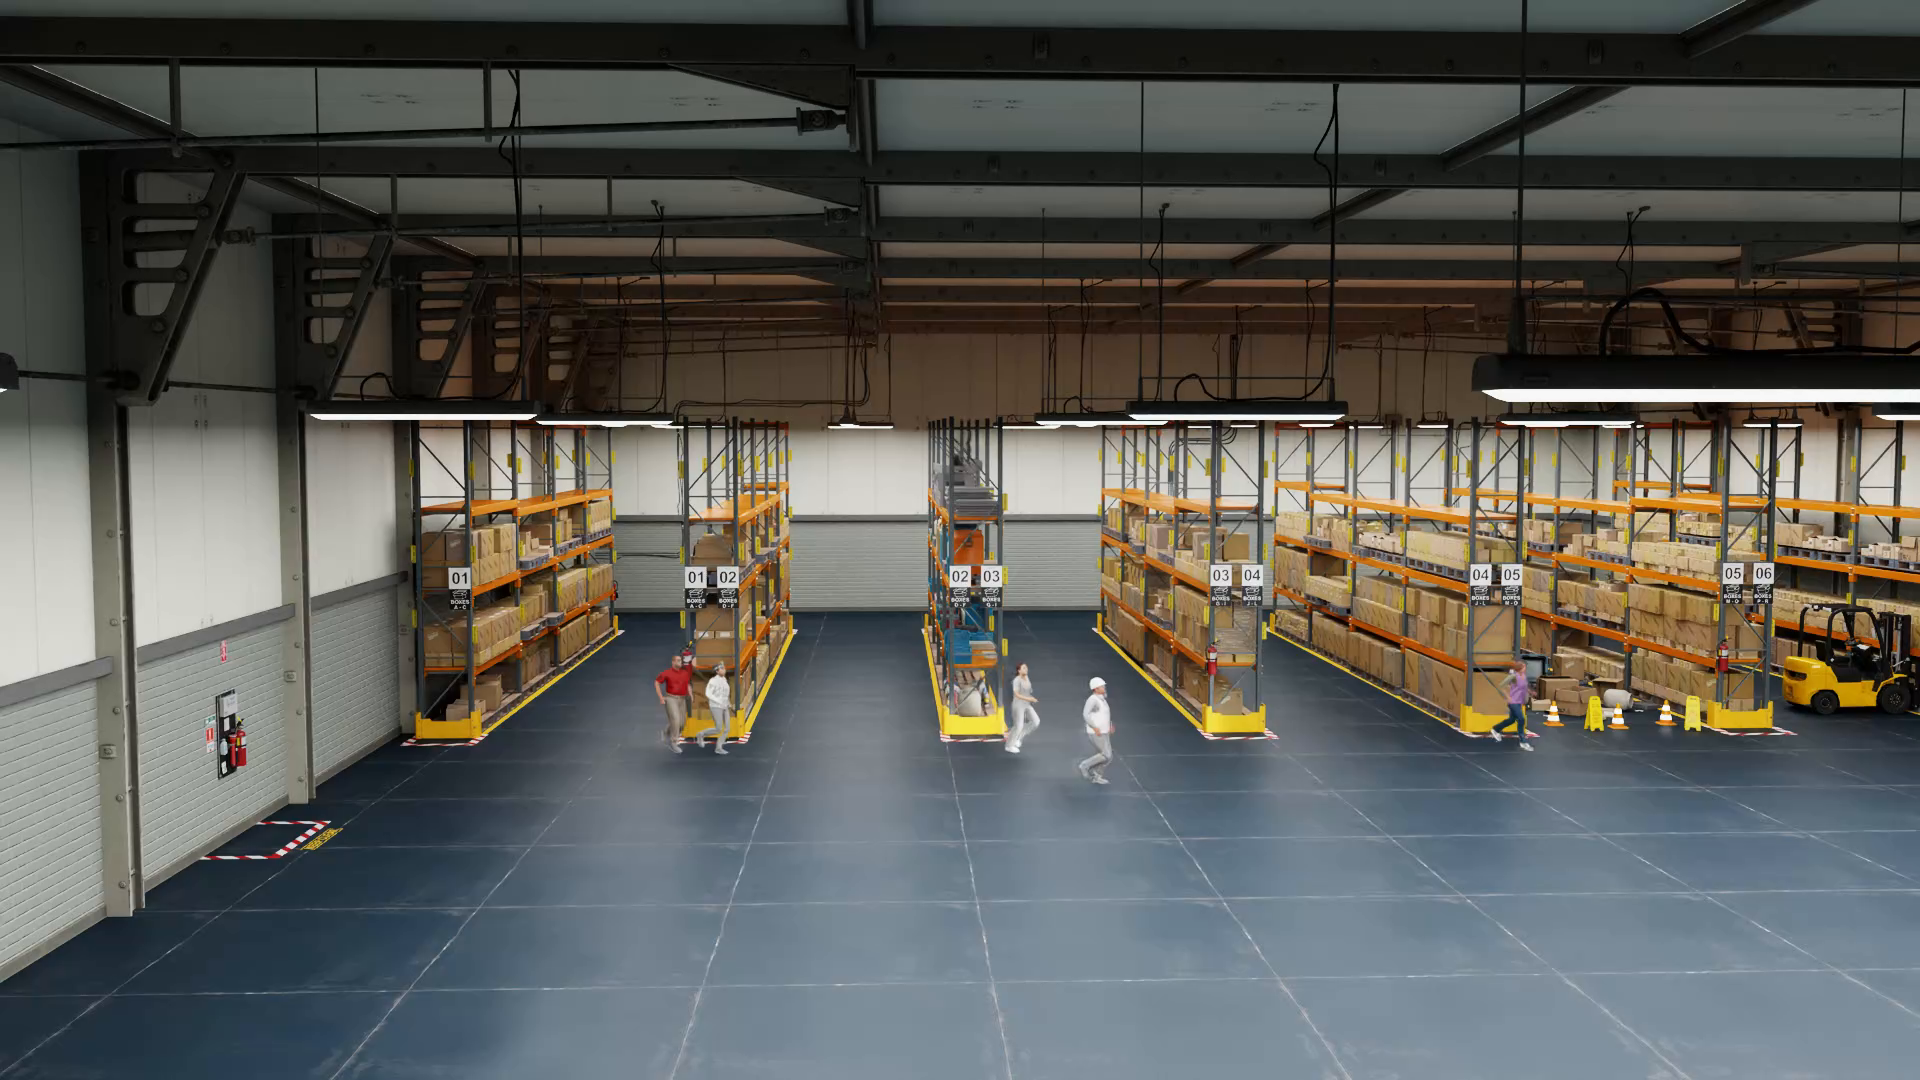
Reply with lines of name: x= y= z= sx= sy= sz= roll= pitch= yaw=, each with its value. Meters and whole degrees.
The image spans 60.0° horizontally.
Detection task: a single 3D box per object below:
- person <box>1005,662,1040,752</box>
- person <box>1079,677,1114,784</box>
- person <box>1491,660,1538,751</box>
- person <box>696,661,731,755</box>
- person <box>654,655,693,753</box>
person: x=1.131 y=2.971 z=29.602 sx=0.711 sy=1.622 sz=0.592 roll=3 pitch=5 yaw=38
person: x=2.220 y=3.098 z=26.993 sx=0.535 sy=1.735 sz=0.656 roll=2 pitch=4 yaw=24
person: x=10.012 y=2.962 z=30.108 sx=0.509 sy=1.595 sz=0.878 roll=-4 pitch=5 yaw=-44
person: x=-4.346 y=2.969 z=29.638 sx=0.635 sy=1.653 sz=0.630 roll=2 pitch=4 yaw=26
person: x=-5.124 y=2.940 z=29.984 sx=0.714 sy=1.700 sz=0.710 roll=-4 pitch=5 yaw=-44
